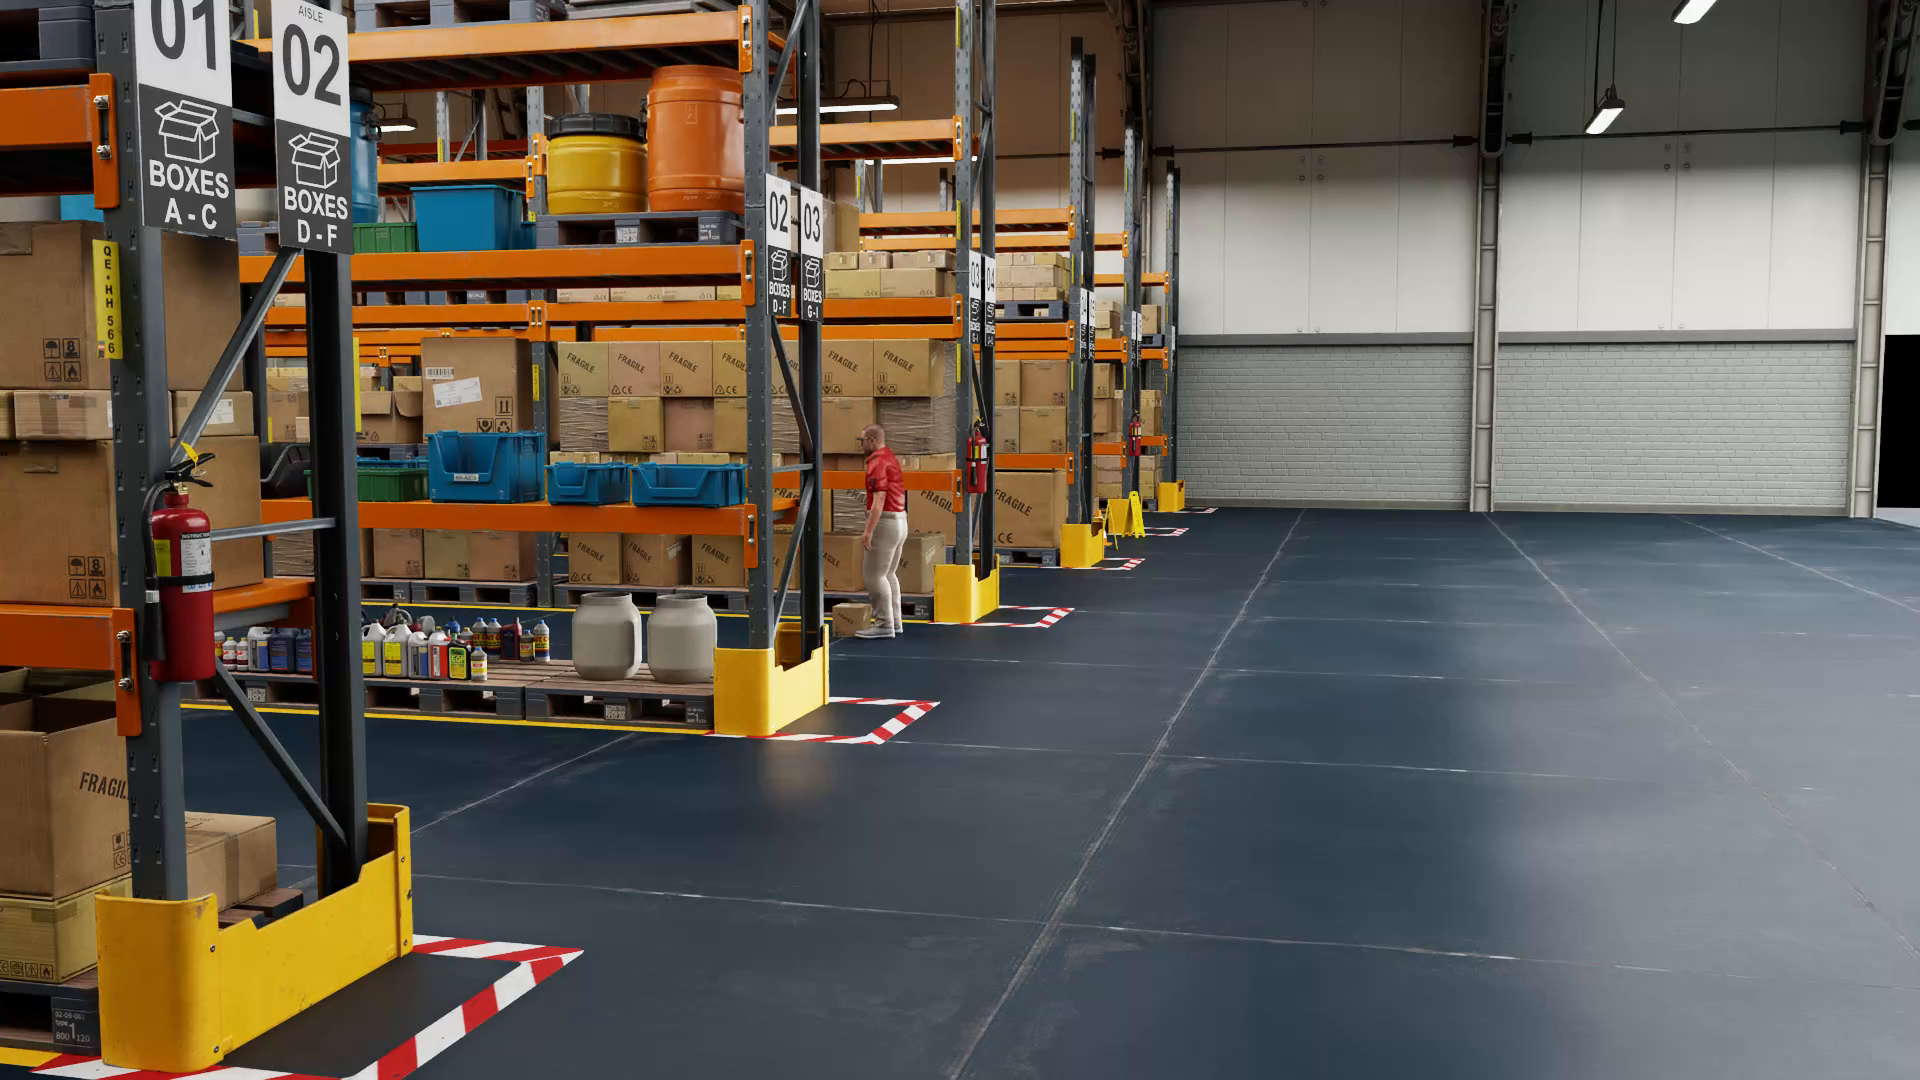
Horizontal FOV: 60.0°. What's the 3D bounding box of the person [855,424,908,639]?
[{"bbox_3d":[-0.642,-0.076,13.505,0.389,1.727,0.586,1,5,14],"label":"person"}]
